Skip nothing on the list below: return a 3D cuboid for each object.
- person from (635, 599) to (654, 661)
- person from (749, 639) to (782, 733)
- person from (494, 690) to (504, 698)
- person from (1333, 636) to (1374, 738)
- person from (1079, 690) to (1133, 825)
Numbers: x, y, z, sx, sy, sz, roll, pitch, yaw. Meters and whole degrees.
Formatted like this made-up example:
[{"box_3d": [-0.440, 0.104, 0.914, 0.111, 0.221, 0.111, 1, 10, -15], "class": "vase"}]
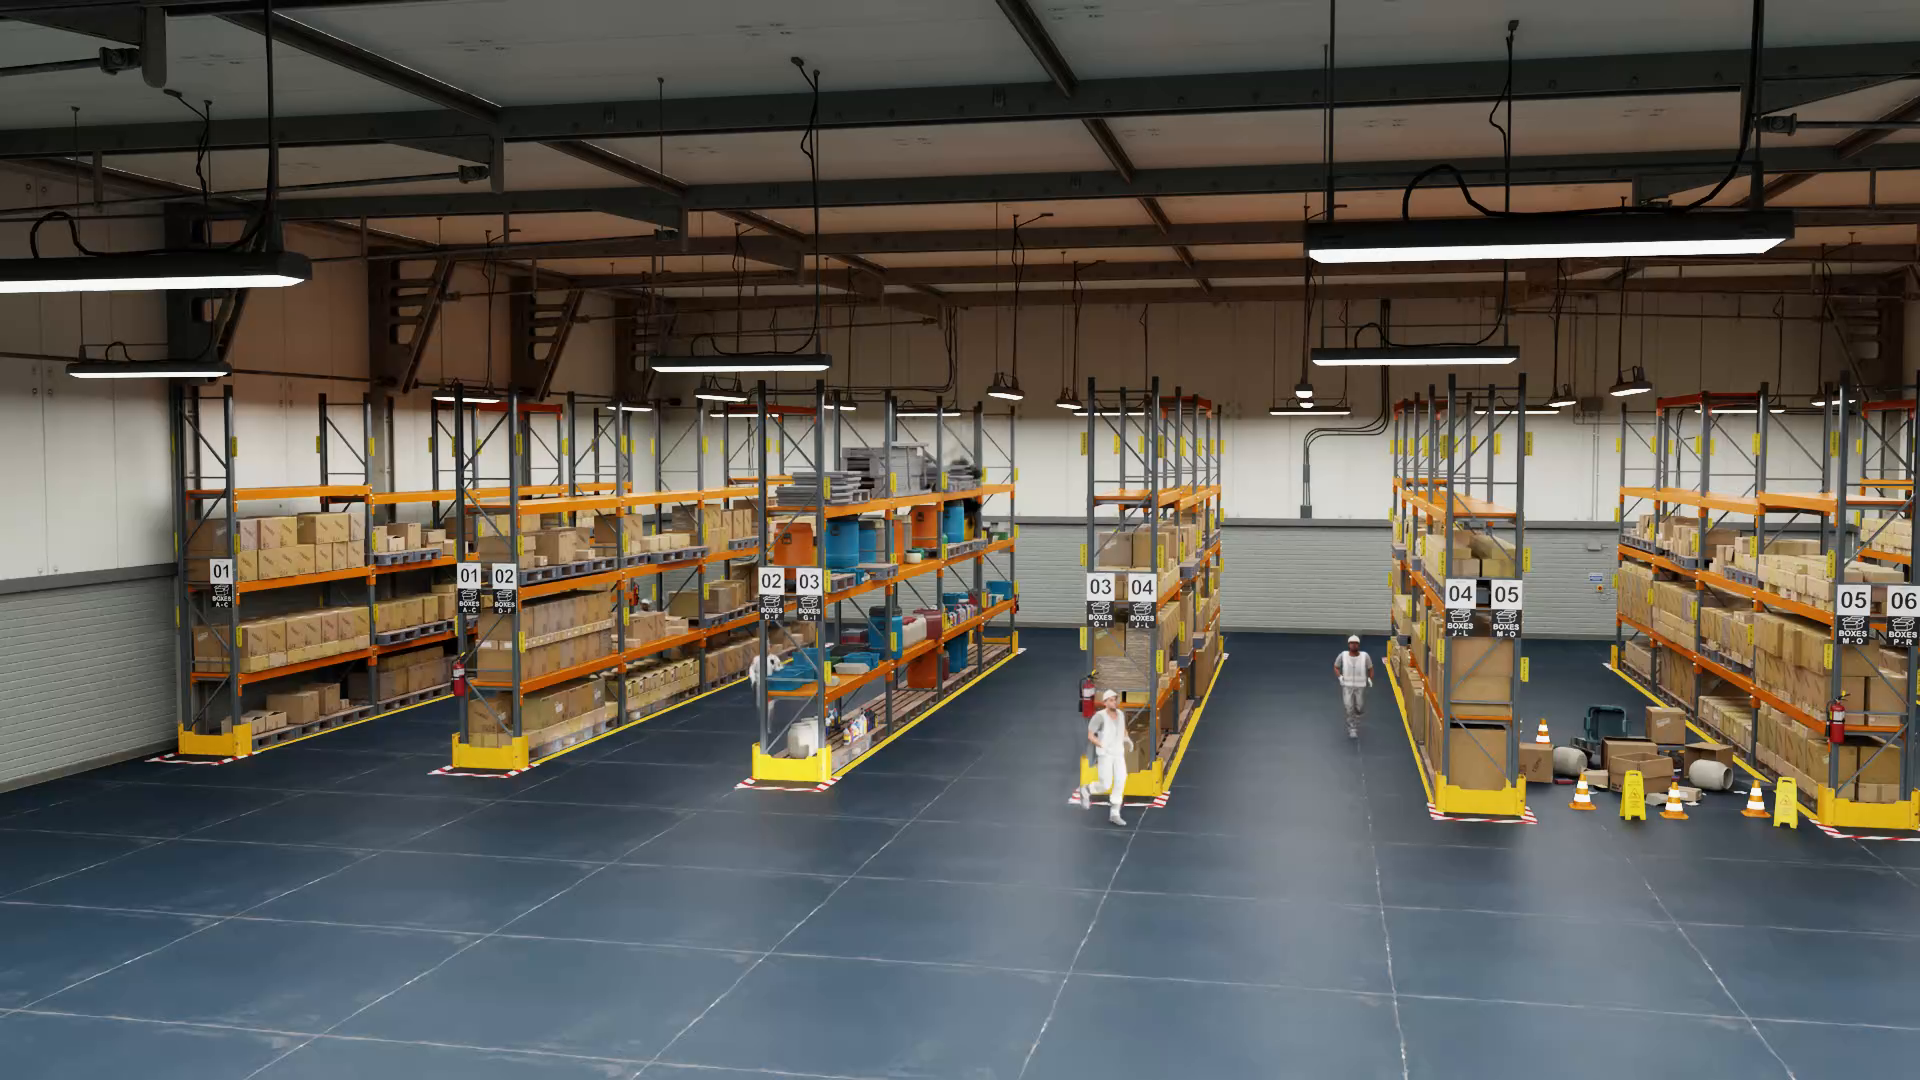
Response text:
[{"box_3d": [-6.817, 2.129, 36.002, 0.730, 1.726, 0.594, 1, 3, 15], "class": "person"}, {"box_3d": [-3.391, 2.550, 29.037, 0.608, 1.656, 0.538, 0, 3, -2], "class": "person"}, {"box_3d": [-8.063, 2.499, 29.730, 0.550, 1.726, 0.755, 0, 3, 9], "class": "person"}, {"box_3d": [6.822, 2.526, 28.847, 0.682, 1.742, 0.655, 1, 3, 12], "class": "person"}, {"box_3d": [1.981, 2.884, 22.289, 0.662, 1.775, 0.820, -2, 4, -32], "class": "person"}]
